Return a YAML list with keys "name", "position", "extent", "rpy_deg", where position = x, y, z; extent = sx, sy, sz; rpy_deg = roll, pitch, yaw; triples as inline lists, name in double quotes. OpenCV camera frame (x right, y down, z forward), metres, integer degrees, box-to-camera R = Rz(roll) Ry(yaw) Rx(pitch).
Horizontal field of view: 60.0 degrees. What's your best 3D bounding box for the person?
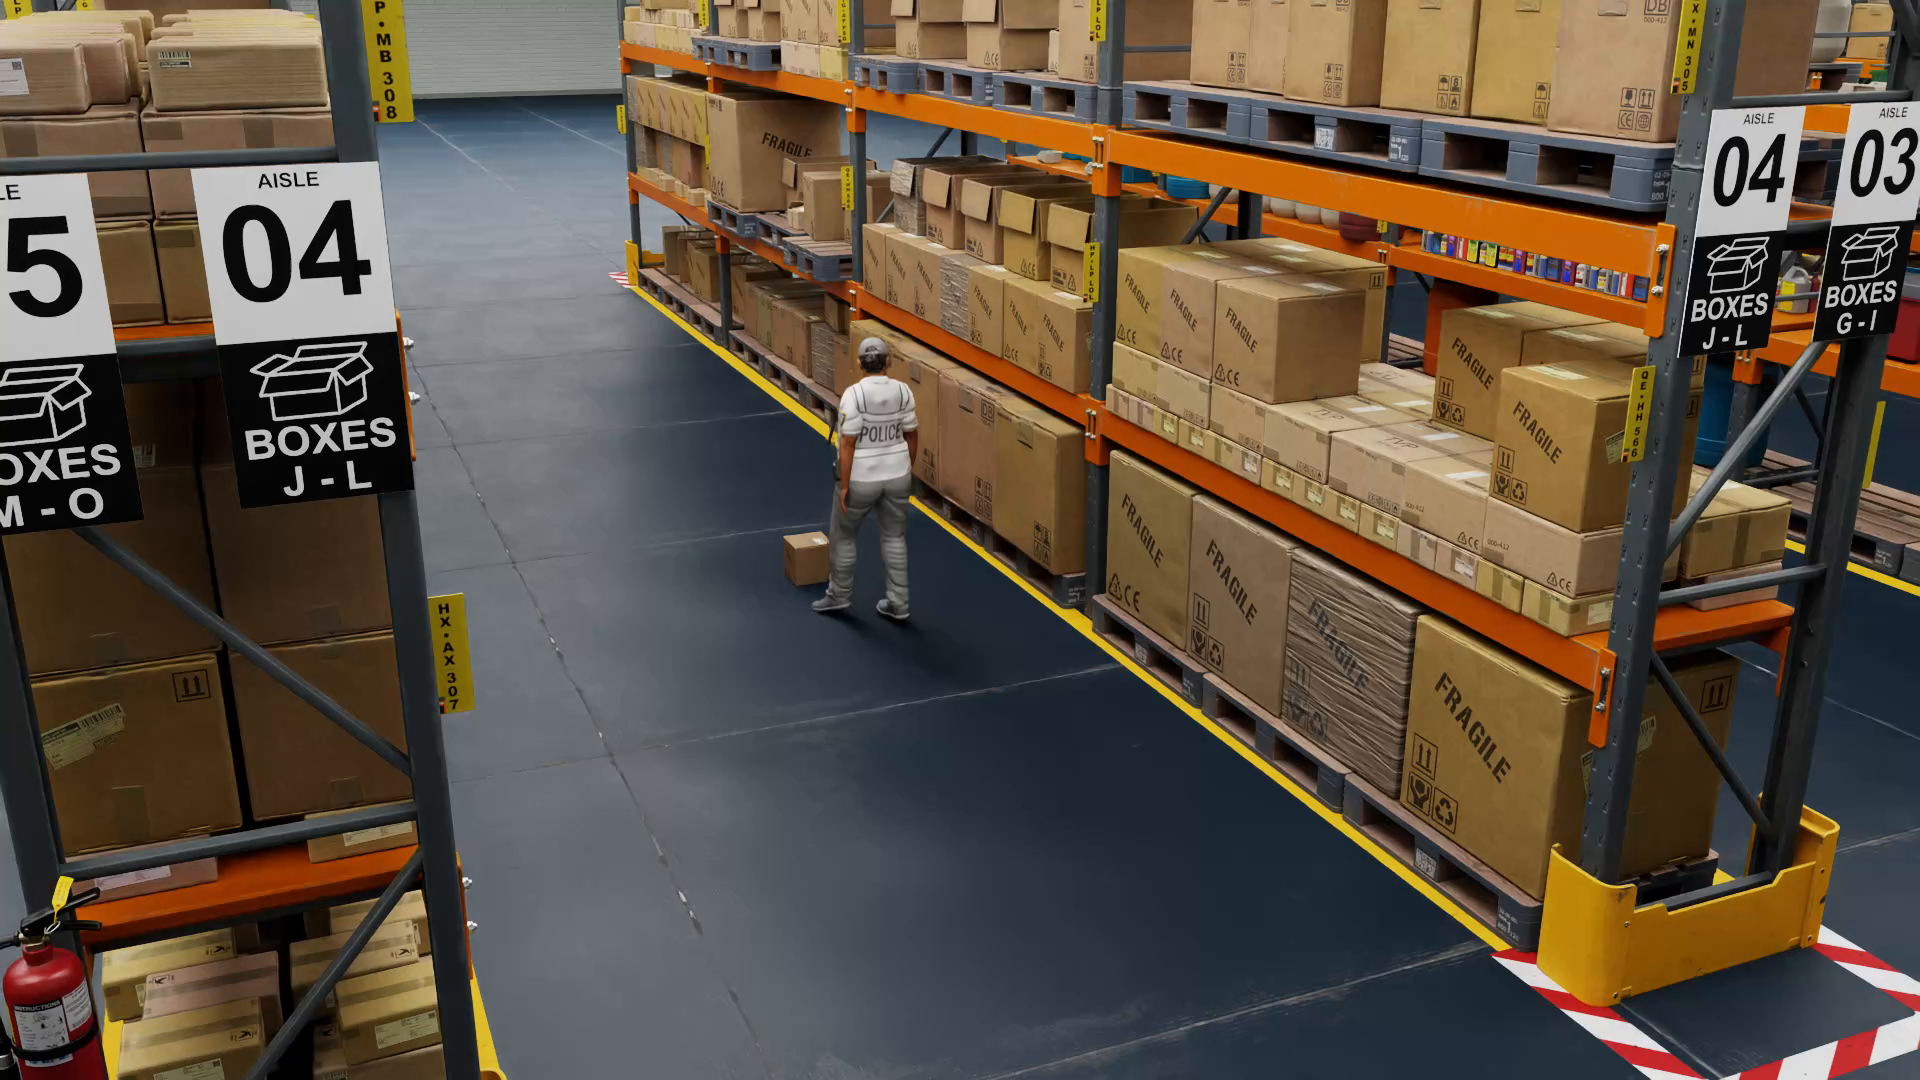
- name: "person"
  position: [-0.539, -0.347, 9.572]
  extent: [0.535, 1.675, 0.573]
  rpy_deg: [-10, 21, -27]
